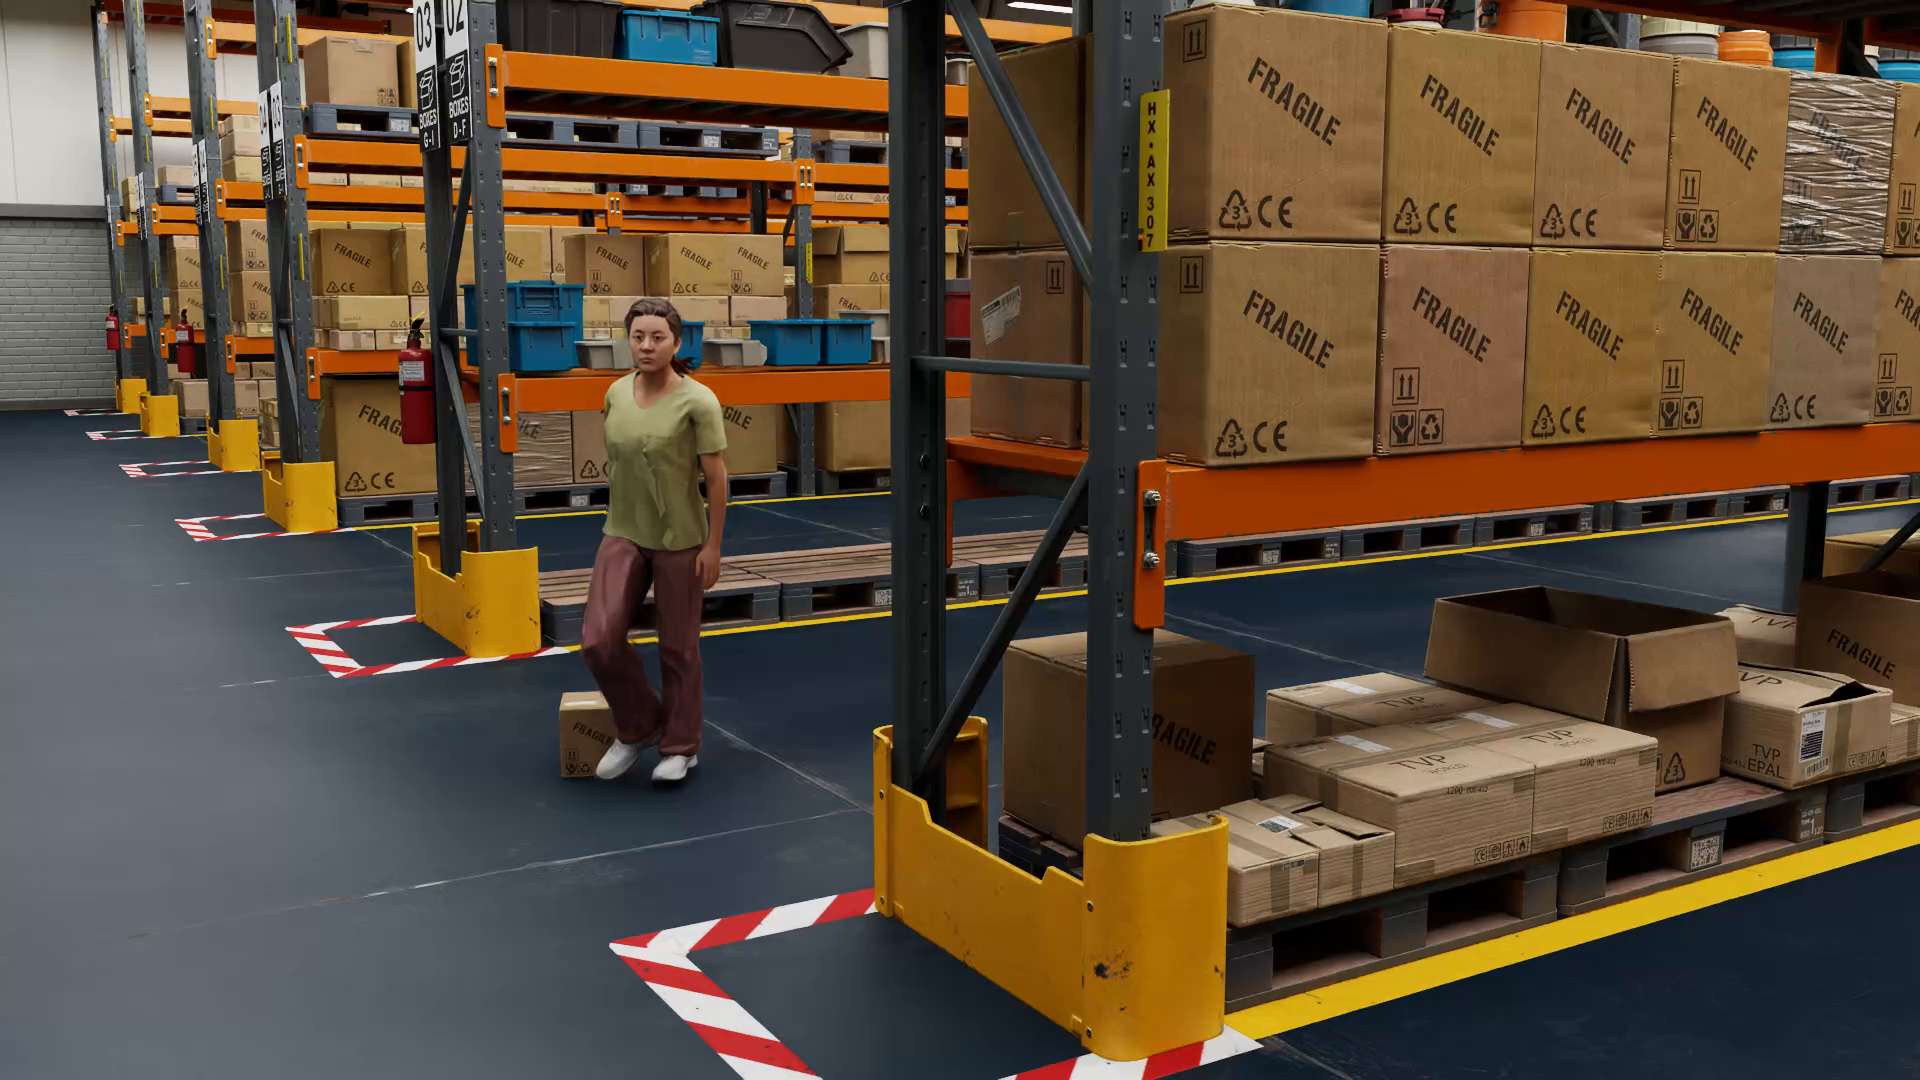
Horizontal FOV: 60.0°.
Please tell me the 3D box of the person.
[{"bbox_3d":[-1.005,0.017,5.609,0.482,1.651,0.500,2,8,12],"label":"person"}]
